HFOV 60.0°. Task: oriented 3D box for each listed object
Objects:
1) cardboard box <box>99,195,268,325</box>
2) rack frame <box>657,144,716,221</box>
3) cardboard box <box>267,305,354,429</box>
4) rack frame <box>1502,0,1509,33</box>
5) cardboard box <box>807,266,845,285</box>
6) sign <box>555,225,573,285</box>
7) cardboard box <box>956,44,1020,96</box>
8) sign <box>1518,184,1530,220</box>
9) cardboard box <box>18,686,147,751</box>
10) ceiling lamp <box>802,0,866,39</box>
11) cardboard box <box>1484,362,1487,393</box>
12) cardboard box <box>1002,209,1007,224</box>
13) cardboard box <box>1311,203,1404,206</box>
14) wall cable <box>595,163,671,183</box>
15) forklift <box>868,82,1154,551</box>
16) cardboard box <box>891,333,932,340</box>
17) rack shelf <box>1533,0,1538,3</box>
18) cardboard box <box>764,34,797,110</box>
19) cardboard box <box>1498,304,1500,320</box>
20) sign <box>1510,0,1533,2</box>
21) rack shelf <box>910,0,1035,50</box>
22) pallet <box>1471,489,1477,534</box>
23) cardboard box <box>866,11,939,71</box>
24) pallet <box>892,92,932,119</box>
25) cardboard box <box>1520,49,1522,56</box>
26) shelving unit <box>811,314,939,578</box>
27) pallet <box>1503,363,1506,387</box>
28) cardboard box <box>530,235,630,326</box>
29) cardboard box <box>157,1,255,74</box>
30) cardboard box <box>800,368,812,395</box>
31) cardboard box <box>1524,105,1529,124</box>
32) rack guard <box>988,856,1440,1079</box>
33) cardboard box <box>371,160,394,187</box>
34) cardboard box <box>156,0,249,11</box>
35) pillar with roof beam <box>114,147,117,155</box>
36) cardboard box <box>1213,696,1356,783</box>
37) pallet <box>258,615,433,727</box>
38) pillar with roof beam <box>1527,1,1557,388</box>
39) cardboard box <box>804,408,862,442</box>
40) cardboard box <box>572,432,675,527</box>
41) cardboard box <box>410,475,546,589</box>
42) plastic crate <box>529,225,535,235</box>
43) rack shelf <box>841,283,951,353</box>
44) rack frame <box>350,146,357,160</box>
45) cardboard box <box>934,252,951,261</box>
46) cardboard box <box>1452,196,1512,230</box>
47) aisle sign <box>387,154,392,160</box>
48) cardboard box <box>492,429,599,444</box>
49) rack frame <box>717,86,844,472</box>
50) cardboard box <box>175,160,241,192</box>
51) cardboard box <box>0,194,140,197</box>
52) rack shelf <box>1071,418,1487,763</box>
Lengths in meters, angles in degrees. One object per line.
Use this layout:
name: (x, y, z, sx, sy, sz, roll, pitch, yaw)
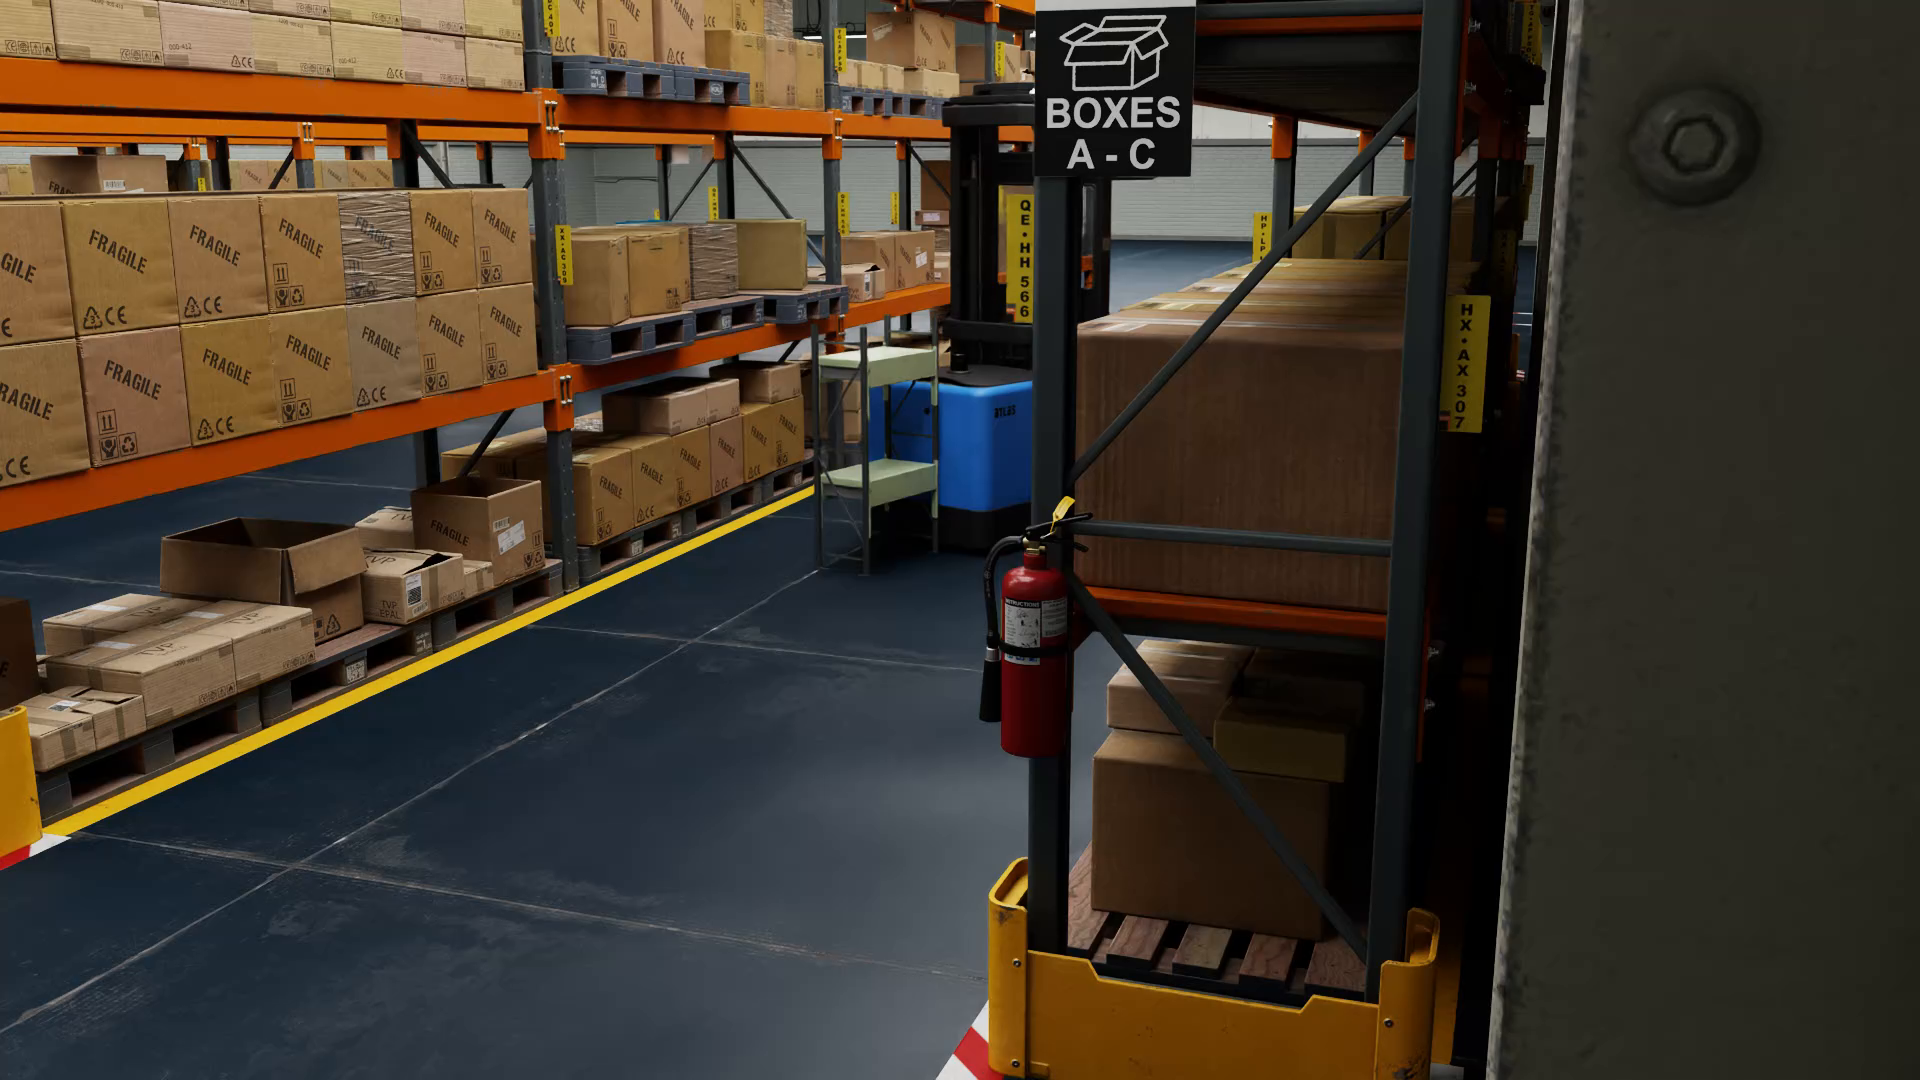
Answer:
cardboard box: (-3.290, -1.181, 6.952, 0.500, 0.500, 0.500, 5, 14, 19)
rack frame: (-3.520, -4.081, 22.129, 1.000, 3.000, 0.127, 4, 14, 18)
cardboard box: (-3.128, -0.798, 7.519, 0.500, 0.500, 0.500, 5, 14, 19)
rack frame: (1.971, -3.766, 7.267, 1.000, 3.000, 0.127, 4, 14, 18)
cardboard box: (-1.264, -2.070, 13.515, 0.500, 0.311, 0.500, 5, 14, 22)
sign: (-2.201, -1.582, 9.233, 0.100, 0.325, 0.005, 4, 14, 18)
cardboard box: (0.284, -4.753, 16.848, 0.500, 0.500, 0.500, 6, 14, 23)
sign: (5.086, -3.051, 15.013, 0.100, 0.325, 0.005, 4, 14, 18)
cardboard box: (-3.470, 0.696, 6.578, 0.380, 0.166, 0.250, 4, 14, 18)
ceiling lamp: (-3.417, -15.826, 46.985, 2.000, 3.185, 0.800, 4, 14, 18)
cardboard box: (2.462, -0.833, 8.418, 0.380, 0.149, 0.250, 4, 13, 17)
cardboard box: (0.305, -3.397, 17.447, 0.380, 0.149, 0.250, 4, 13, 17)
cardboard box: (2.220, -1.742, 9.255, 0.500, 0.250, 0.500, 5, 14, 20)
wall cable: (-11.448, -13.679, 57.675, 3.097, 2.526, 0.112, 4, 14, 18)
forklift: (0.700, -1.627, 11.530, 1.130, 2.935, 3.031, 10, 16, 38)
cardboard box: (-0.498, -1.950, 16.767, 0.500, 0.311, 0.500, 4, 14, 19)
rack shelf: (5.207, -5.520, 16.572, 1.077, 0.370, 4.000, 4, 14, 18)
cardboard box: (-1.697, -3.349, 11.955, 0.910, 0.500, 0.500, 4, 14, 18)
cardboard box: (3.024, -1.557, 10.129, 0.500, 0.500, 0.500, 5, 14, 19)
sign: (2.497, -2.555, 7.360, 0.100, 0.325, 0.005, 4, 14, 18)
rack shelf: (0.518, -5.682, 18.175, 1.077, 0.370, 4.000, 4, 14, 18)
pallet: (2.939, -0.164, 11.231, 1.003, 0.211, 1.213, 4, 14, 18)
cardboard box: (-0.528, -4.593, 15.337, 0.500, 0.500, 0.500, 6, 14, 24)
pallet: (-0.929, -3.795, 14.557, 1.003, 0.211, 1.213, 5, 14, 21)
cardboard box: (3.773, -3.473, 12.443, 0.797, 0.503, 0.637, 6, 14, 26)
shelving unit: (-0.510, -0.598, 10.236, 0.431, 1.500, 0.755, 8, 15, 33)
pallet: (5.533, -1.824, 18.506, 1.003, 0.211, 1.213, 4, 14, 18)
cardboard box: (-2.352, -1.535, 9.802, 0.700, 0.500, 0.500, 0, 13, -1)
cardboard box: (-3.270, -2.044, 6.799, 0.500, 0.250, 0.500, 4, 14, 18)
cardboard box: (-1.486, -1.305, 13.941, 0.500, 0.311, 0.500, 5, 14, 20)
cardboard box: (5.459, -4.455, 16.754, 0.500, 0.500, 0.500, 5, 14, 22)
rack guard: (0.669, 1.224, 4.500, 1.175, 0.500, 0.348, 4, 14, 18)
cardboard box: (-8.151, -4.986, 22.951, 0.500, 0.500, 0.500, 4, 14, 18)
cardboard box: (-3.275, -2.288, 6.745, 0.500, 0.250, 0.500, 4, 14, 18)
pillar with roof beam: (-15.403, -10.568, 37.066, 9.100, 9.000, 0.548, 4, 14, 18)
cardboard box: (0.958, 0.584, 4.902, 0.380, 0.149, 0.250, 4, 14, 19)
pallet: (-3.333, 0.564, 8.041, 1.003, 0.211, 1.213, 4, 14, 18)
pillar with roof beam: (2.373, -6.393, 18.776, 9.100, 9.000, 0.400, 4, 14, 18)
cardboard box: (-0.975, -0.993, 13.833, 0.500, 0.250, 0.500, 4, 14, 18)
cardboard box: (-2.168, -0.391, 10.587, 0.500, 0.500, 0.500, 5, 14, 19)
cardboard box: (-2.633, -0.053, 9.107, 0.500, 0.500, 0.500, 4, 14, 18)
plastic crate: (-4.681, -3.146, 17.889, 0.402, 0.464, 0.583, 4, 14, 18)
rack shelf: (-0.776, -2.110, 15.108, 1.077, 0.370, 4.000, 4, 14, 18)
rack frame: (-8.207, -4.438, 23.691, 1.000, 3.000, 0.127, 4, 14, 18)
cardboard box: (-0.247, -2.702, 16.422, 0.500, 0.250, 0.500, 5, 14, 22)
cardboard box: (3.364, -2.139, 10.994, 0.500, 0.250, 0.500, 5, 14, 20)
aisle sign: (-7.903, -5.697, 23.365, 0.394, 0.787, 0.004, 4, 14, 18)
cardboard box: (-2.661, -0.421, 10.722, 0.500, 0.500, 0.500, 4, 14, 19)
rack frame: (-1.423, -2.040, 13.183, 1.000, 3.000, 0.127, 4, 14, 18)
cardboard box: (-9.115, -4.354, 20.181, 0.500, 0.500, 0.500, 4, 14, 18)
cardboard box: (-3.801, -1.221, 7.124, 0.500, 0.500, 0.500, 5, 14, 20)
rack shelf: (1.324, -0.070, 6.169, 1.077, 0.370, 4.000, 4, 14, 18)
